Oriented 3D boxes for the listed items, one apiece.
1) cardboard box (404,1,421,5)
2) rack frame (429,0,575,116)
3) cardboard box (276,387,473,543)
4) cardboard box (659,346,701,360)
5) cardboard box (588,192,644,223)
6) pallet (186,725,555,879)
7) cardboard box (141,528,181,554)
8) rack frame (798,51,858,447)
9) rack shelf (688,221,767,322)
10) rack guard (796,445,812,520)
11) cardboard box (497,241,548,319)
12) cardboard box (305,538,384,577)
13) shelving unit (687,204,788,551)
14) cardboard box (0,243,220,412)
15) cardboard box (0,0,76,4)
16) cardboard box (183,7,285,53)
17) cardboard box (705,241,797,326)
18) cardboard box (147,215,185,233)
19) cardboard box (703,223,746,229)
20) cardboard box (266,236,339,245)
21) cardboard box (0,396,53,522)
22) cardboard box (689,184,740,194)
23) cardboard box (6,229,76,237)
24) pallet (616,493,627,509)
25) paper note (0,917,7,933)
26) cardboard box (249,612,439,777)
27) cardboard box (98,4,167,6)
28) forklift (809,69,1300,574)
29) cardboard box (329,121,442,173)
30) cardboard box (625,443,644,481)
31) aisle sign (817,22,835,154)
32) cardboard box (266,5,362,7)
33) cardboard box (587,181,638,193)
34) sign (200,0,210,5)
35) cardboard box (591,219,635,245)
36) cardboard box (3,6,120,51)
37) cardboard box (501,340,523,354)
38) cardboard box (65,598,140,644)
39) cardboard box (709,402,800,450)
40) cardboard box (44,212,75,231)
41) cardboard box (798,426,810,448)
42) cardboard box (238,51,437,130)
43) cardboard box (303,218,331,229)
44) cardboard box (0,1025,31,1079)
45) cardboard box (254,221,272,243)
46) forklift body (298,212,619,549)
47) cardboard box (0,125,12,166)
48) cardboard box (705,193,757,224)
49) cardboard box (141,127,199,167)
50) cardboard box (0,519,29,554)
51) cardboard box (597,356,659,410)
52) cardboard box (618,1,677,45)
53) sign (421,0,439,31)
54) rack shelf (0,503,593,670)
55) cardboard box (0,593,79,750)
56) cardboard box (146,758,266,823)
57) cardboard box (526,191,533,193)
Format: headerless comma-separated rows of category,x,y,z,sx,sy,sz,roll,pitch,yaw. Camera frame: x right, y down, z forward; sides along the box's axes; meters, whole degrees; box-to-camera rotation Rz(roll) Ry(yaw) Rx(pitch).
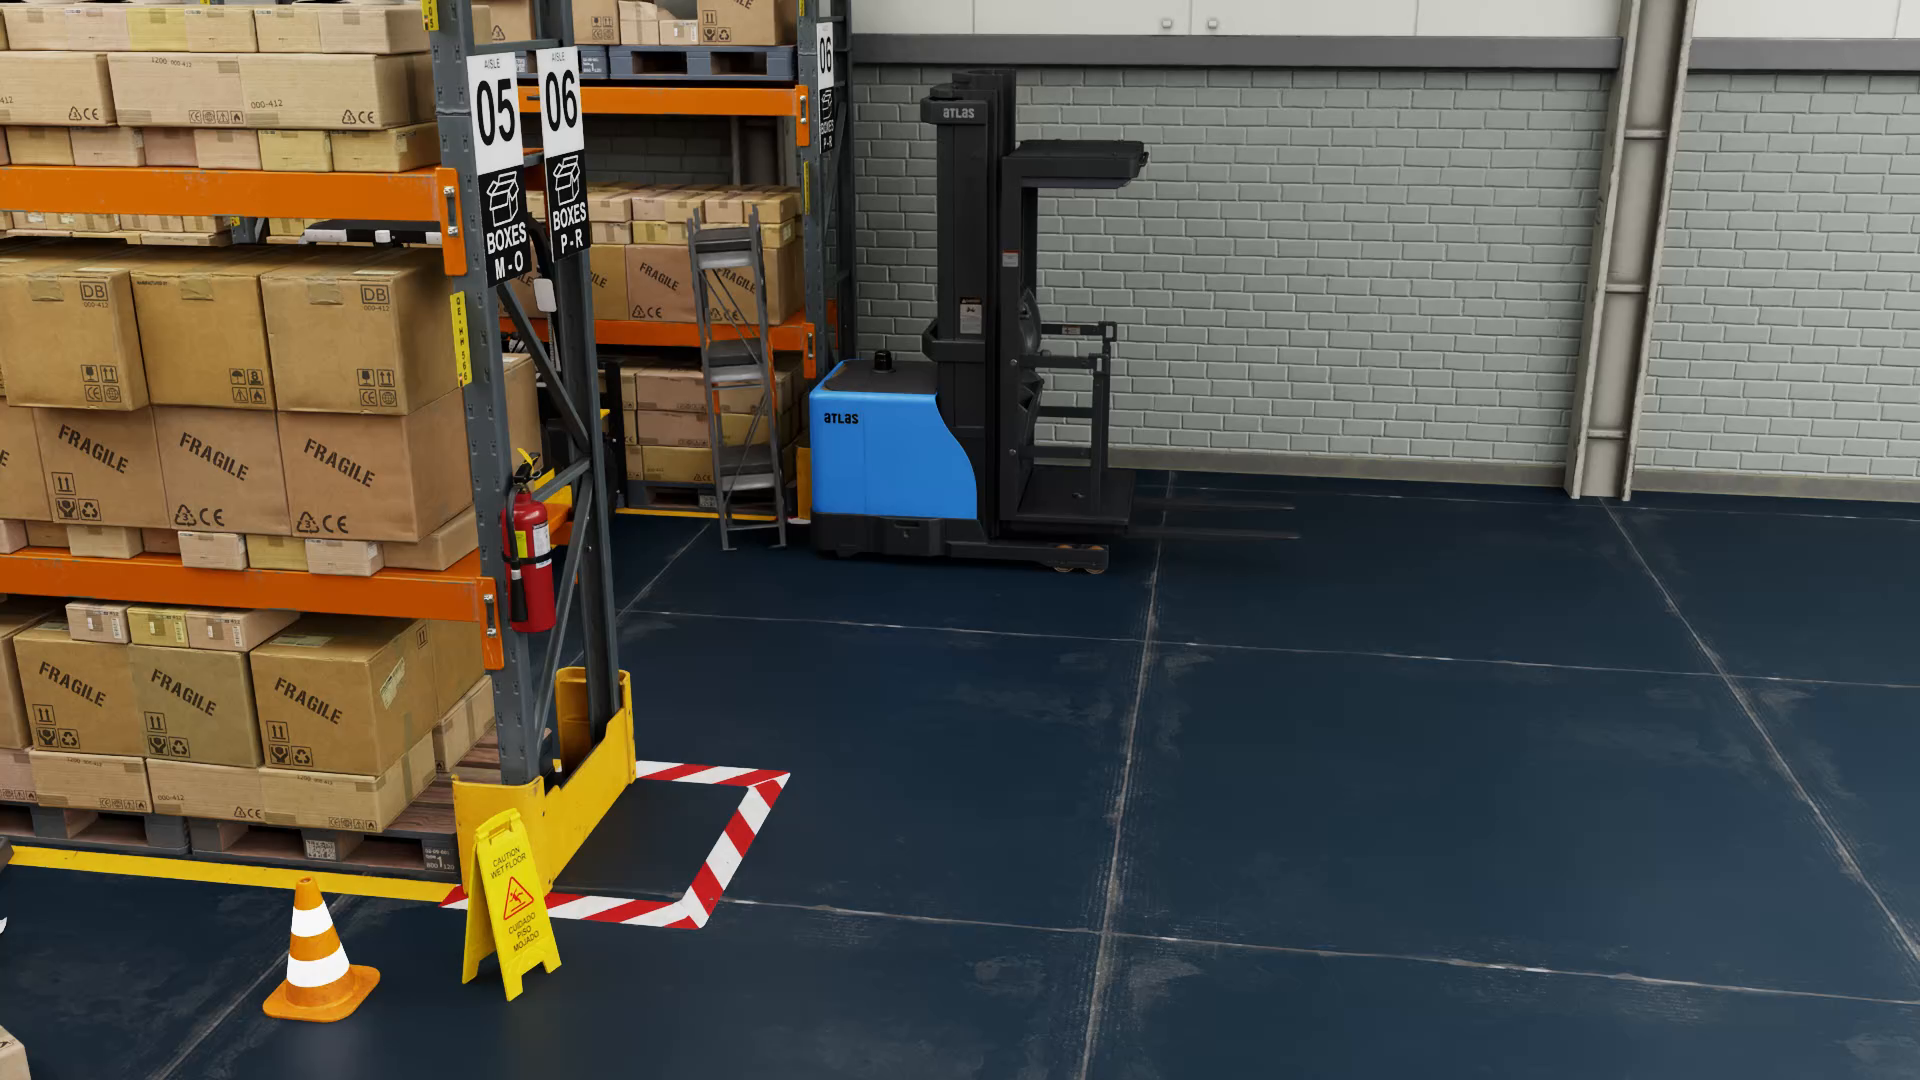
cardboard box,-3.401,-3.374,10.826,0.258,0.266,0.396,2,19,7
rack frame,-1.653,-3.027,5.669,0.127,3.000,1.000,3,19,9
cardboard box,-2.232,-0.312,6.382,0.500,0.500,0.500,3,19,8
cardboard box,-1.807,-1.215,11.801,0.500,0.250,0.500,3,19,9
cardboard box,-2.276,-2.207,11.024,0.250,0.149,0.380,3,19,10
pallet,-2.524,1.084,7.230,1.213,0.211,1.003,3,19,9
cardboard box,-3.063,-0.073,6.690,0.250,0.149,0.380,3,19,9
rack frame,-0.869,-1.738,11.269,0.127,3.000,1.000,3,19,9
rack shelf,-1.428,-1.666,10.273,0.431,0.518,0.480,-5,19,-3
rack guard,-0.845,-0.551,11.662,0.348,0.500,1.175,3,19,9
cardboard box,-2.911,-1.804,11.310,0.500,0.500,0.500,3,19,9
cardboard box,-2.323,0.007,6.451,0.250,0.149,0.380,3,19,8
shelving unit,-1.388,-1.016,10.492,0.431,2.100,0.503,-5,19,-3
cardboard box,-3.210,-0.824,6.335,0.500,0.500,0.700,3,19,8
cardboard box,-6.329,-3.564,11.323,0.500,0.311,0.500,2,19,7
cardboard box,-2.537,-1.821,5.929,0.250,0.149,0.380,3,19,8
cardboard box,-1.396,-1.728,11.081,0.500,0.500,0.500,3,19,7
cardboard box,-5.449,-2.249,11.617,0.250,0.149,0.380,3,19,8
cardboard box,-1.513,-2.026,10.951,0.250,0.149,0.380,3,19,10
cardboard box,-4.422,-1.882,11.544,0.500,0.500,0.500,2,19,7
cardboard box,-3.717,-0.396,6.634,0.500,0.500,0.500,3,19,9
cardboard box,-1.683,-2.350,11.451,0.250,0.149,0.380,3,19,10
cardboard box,-6.357,-2.101,11.803,0.500,0.250,0.500,3,19,10
pallet,-2.832,-0.503,11.973,1.213,0.211,1.003,3,19,9
paper note,-3.719,1.485,6.317,0.148,0.019,0.142,-3,19,-10
cardboard box,-2.485,0.608,6.748,0.500,0.500,0.500,3,19,9
cardboard box,-3.200,-2.043,6.592,0.250,0.149,0.380,3,19,10
forklift,0.620,-1.363,10.257,3.031,2.935,1.130,3,19,7
cardboard box,-2.049,-1.416,5.977,0.250,0.149,0.380,3,19,9
cardboard box,-2.365,-0.614,11.581,0.500,0.250,0.500,3,19,9
aisle sign,-0.851,-2.875,10.572,0.004,0.787,0.394,3,19,9
cardboard box,-2.459,-1.985,6.421,0.250,0.149,0.380,3,19,9
cardboard box,-2.432,-2.417,11.650,0.250,0.149,0.380,2,19,7
sign,-4.895,-3.585,10.753,0.005,0.325,0.100,3,19,9
cardboard box,-2.273,-2.073,11.091,0.250,0.149,0.380,2,19,7
cardboard box,-3.274,-1.885,6.123,0.250,0.149,0.380,2,19,7
cardboard box,-3.302,-1.294,12.038,0.500,0.250,0.500,3,19,9
cardboard box,-3.366,0.276,6.719,0.250,0.149,0.380,4,19,11
cardboard box,-1.399,-0.797,11.340,0.500,0.250,0.500,3,19,8
cardboard box,-6.211,-2.282,11.717,0.250,0.149,0.380,2,19,7
cardboard box,-1.323,-0.719,11.896,0.500,0.250,0.500,3,19,9
cardboard box,-2.201,-1.616,5.946,0.500,0.250,0.500,3,19,8
cardboard box,-4.289,-2.183,11.420,0.250,0.149,0.380,3,19,10
cardboard box,-3.266,1.736,5.379,0.250,0.149,0.380,14,23,37
cardboard box,-5.279,-2.211,12.132,0.500,0.250,0.500,3,19,8
forklift body,-3.031,-0.859,9.981,1.214,2.155,2.313,3,19,9
cardboard box,-3.573,-1.479,6.166,0.250,0.149,0.380,3,19,8
cardboard box,-1.504,-2.188,10.968,0.250,0.149,0.380,3,19,9
cardboard box,-2.797,-1.476,6.156,0.250,0.149,0.380,3,19,9
cardboard box,-3.827,-0.077,6.702,0.250,0.149,0.380,3,19,8
cardboard box,-2.378,-1.079,11.395,0.500,0.250,0.500,3,19,9
cardboard box,-1.986,-3.302,10.610,0.258,0.266,0.396,3,19,9
sign,-1.760,-1.852,5.488,0.005,0.325,0.100,3,19,9
rack shelf,-3.627,0.058,7.036,4.000,0.370,1.077,3,19,9
cardboard box,-4.020,0.530,6.983,0.500,0.500,0.500,4,19,12
cardboard box,-3.004,0.937,6.946,0.500,0.250,0.500,3,19,9
cardboard box,-3.017,-2.279,11.239,0.250,0.149,0.380,3,19,9
